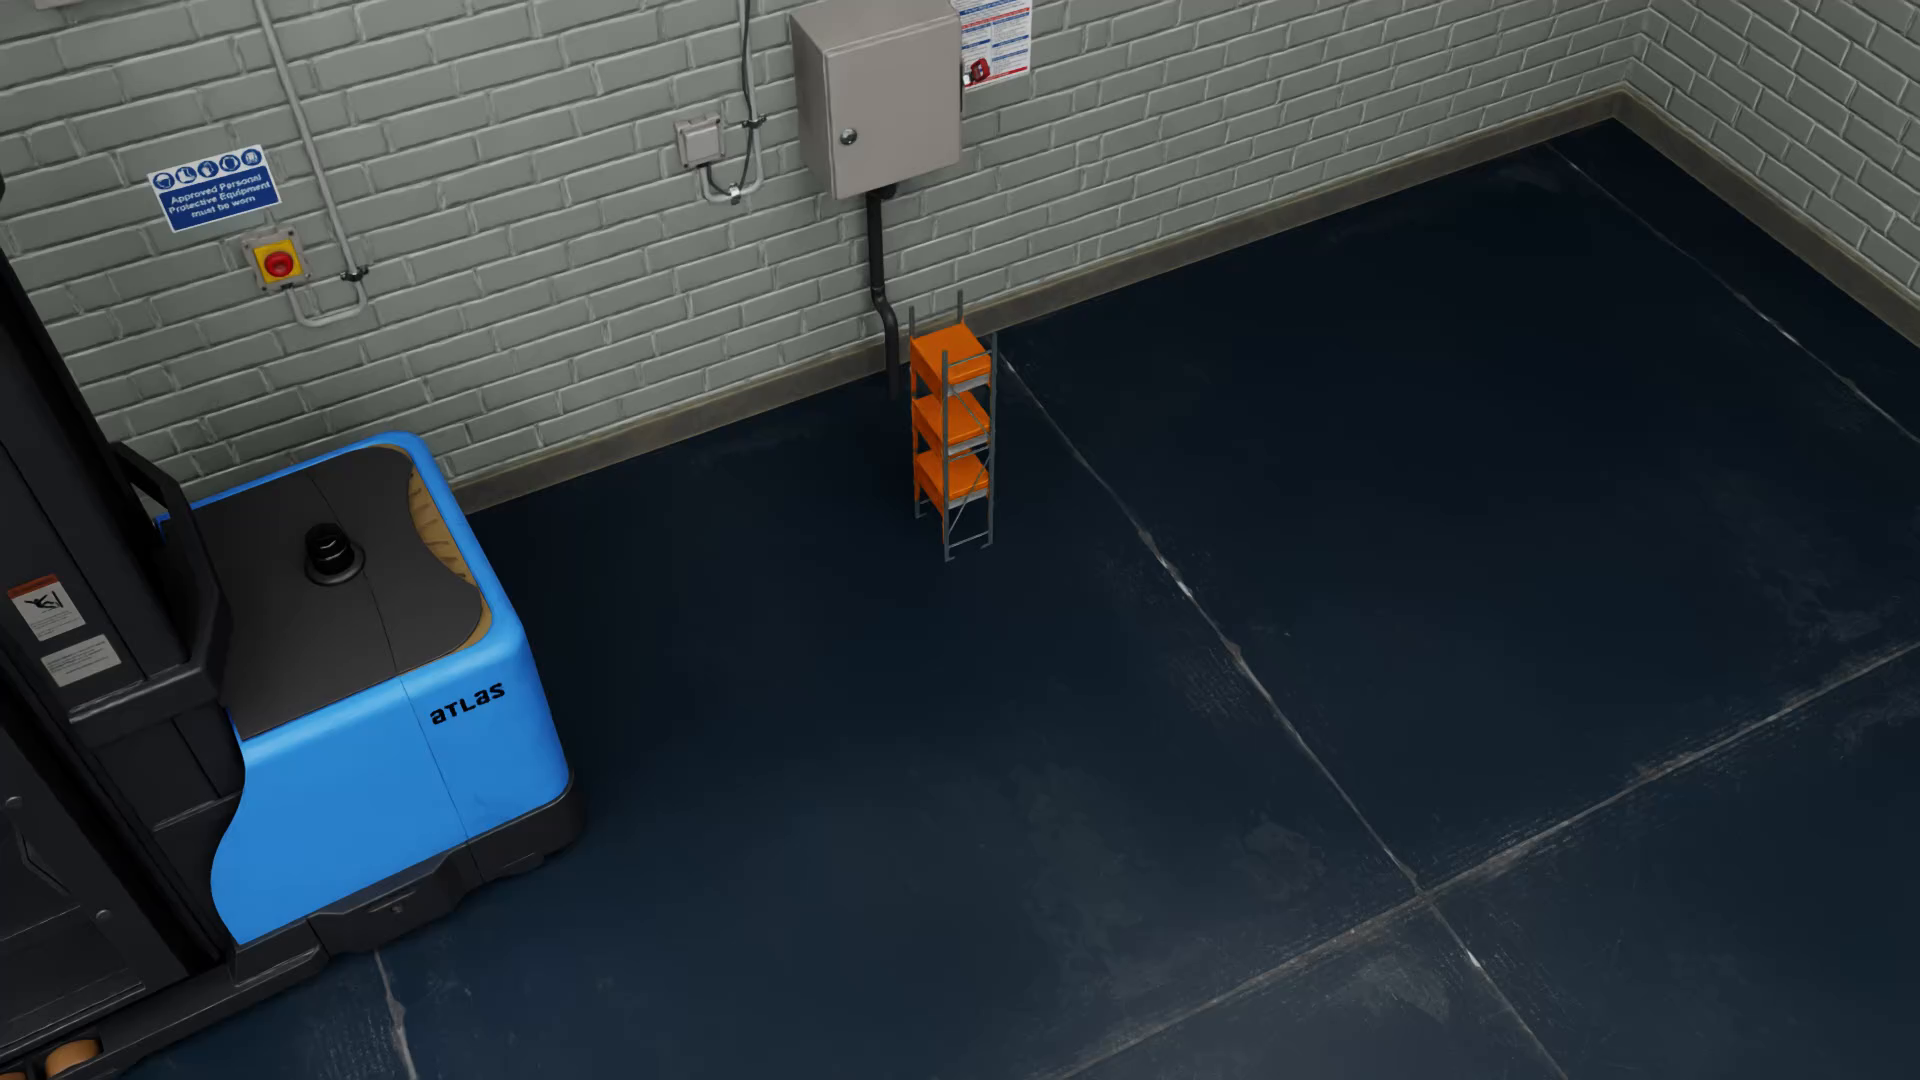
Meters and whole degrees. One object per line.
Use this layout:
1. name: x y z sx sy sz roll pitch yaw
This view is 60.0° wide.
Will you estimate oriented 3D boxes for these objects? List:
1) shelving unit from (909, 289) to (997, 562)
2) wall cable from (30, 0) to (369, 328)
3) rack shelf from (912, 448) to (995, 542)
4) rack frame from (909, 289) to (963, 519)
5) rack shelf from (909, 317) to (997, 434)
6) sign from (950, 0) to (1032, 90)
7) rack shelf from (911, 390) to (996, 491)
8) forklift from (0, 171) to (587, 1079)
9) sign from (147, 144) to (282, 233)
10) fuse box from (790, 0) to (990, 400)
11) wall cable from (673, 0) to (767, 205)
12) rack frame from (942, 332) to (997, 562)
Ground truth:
1. shelving unit: -0.024 -0.381 5.886 0.215 1.050 0.252 -21 52 -18
2. wall cable: -2.166 -1.288 4.688 0.585 1.953 0.123 -21 52 -18
3. rack shelf: -0.024 -0.191 6.103 0.215 0.259 0.240 -21 52 -18
4. rack frame: -0.080 -0.463 5.958 0.200 1.050 0.008 -21 52 -18
5. rack shelf: -0.024 -0.561 5.681 0.215 0.259 0.240 -21 52 -18
6. sign: 0.113 -1.846 5.935 0.329 0.494 0.001 -21 52 -18
7. rack shelf: -0.024 -0.374 5.894 0.215 0.259 0.240 -21 52 -18
8. forklift: -2.735 0.257 4.078 3.031 2.935 1.130 -24 53 -20
9. sign: -2.237 -1.056 5.002 0.327 0.218 0.001 -21 52 -18
10. fuse box: -0.232 -1.145 6.114 0.539 1.711 0.414 -21 52 -18
11. wall cable: -0.911 -1.774 5.134 0.588 1.984 0.122 -21 52 -18
12. rack frame: 0.031 -0.300 5.815 0.200 1.050 0.008 -21 52 -18
